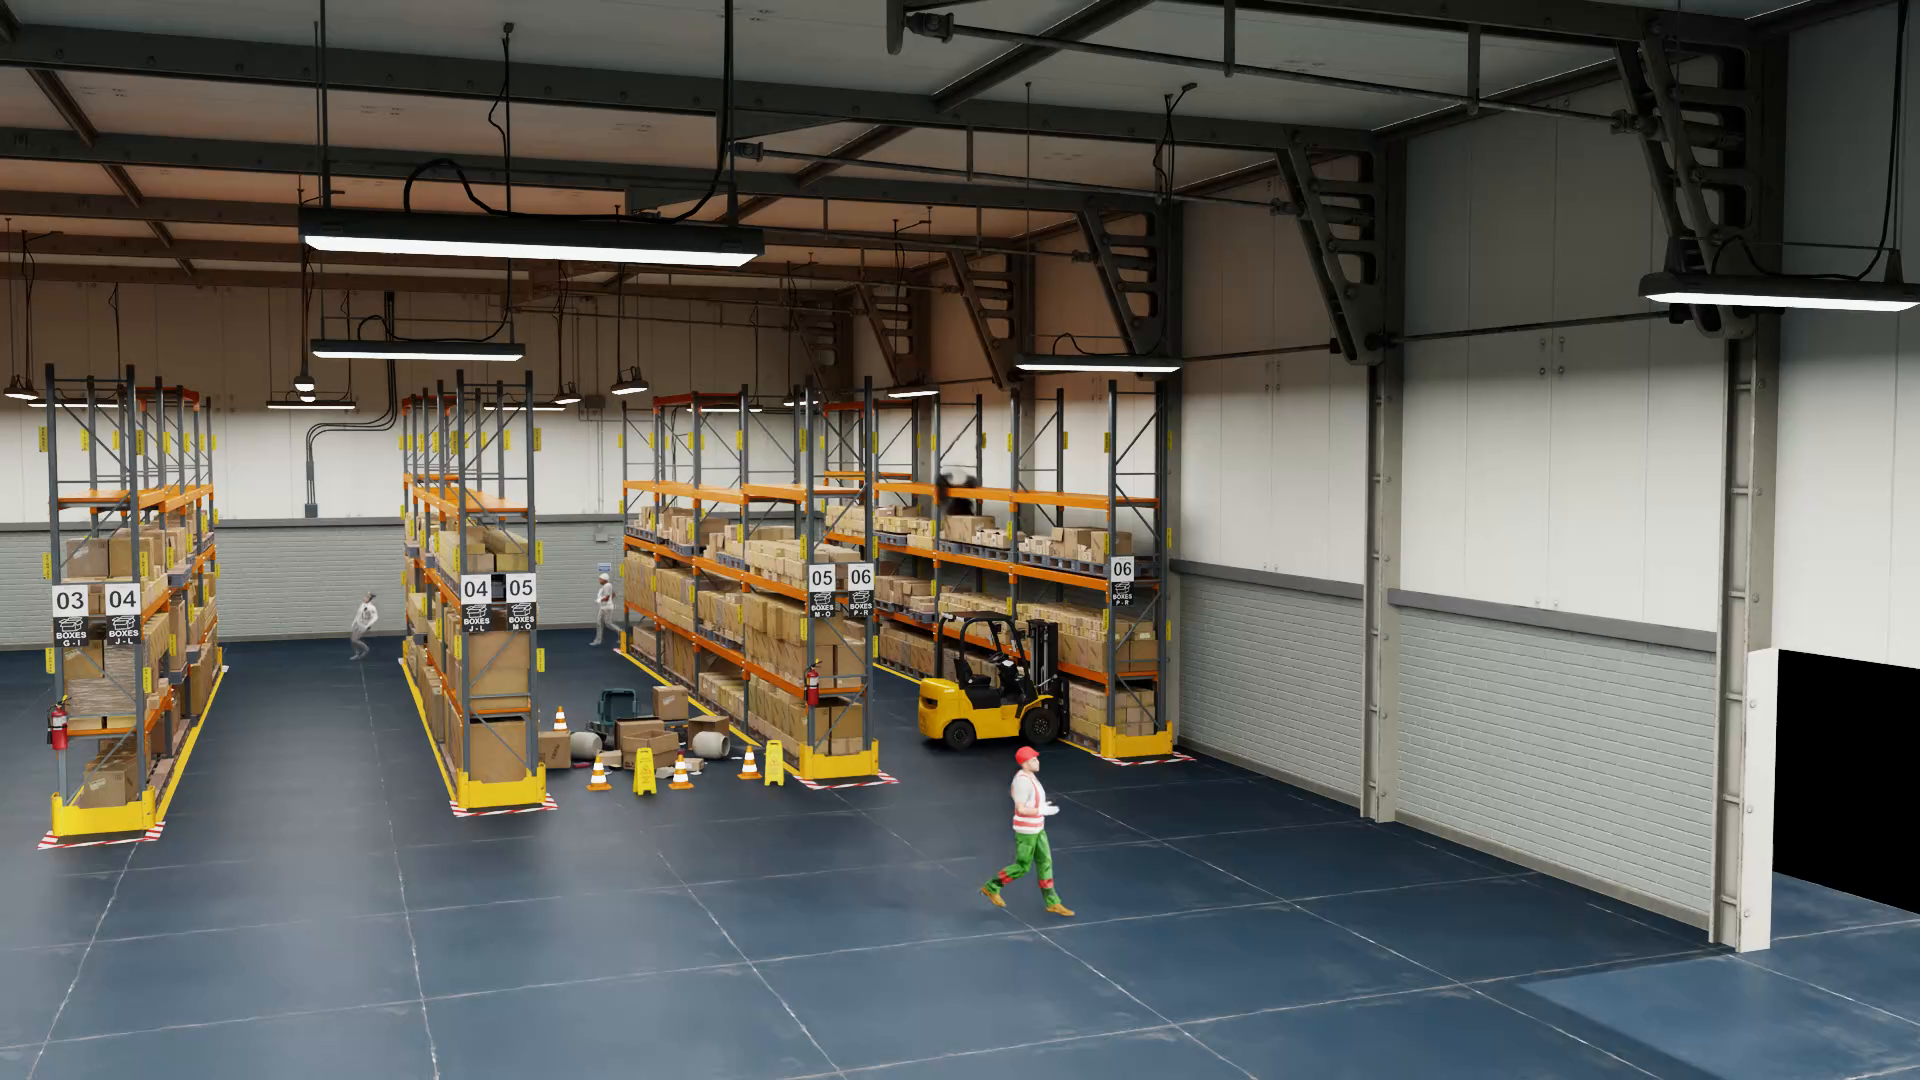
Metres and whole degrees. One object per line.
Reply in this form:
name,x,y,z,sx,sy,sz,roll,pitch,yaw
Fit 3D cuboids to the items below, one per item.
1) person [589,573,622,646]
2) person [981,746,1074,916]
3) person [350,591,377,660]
person,-8.646,1.708,40.751,0.891,1.782,0.692,-1,3,-16
person,0.724,3.061,17.514,0.964,1.786,0.656,1,3,16
person,-13.779,1.986,38.326,0.534,1.584,0.692,-3,4,-39
